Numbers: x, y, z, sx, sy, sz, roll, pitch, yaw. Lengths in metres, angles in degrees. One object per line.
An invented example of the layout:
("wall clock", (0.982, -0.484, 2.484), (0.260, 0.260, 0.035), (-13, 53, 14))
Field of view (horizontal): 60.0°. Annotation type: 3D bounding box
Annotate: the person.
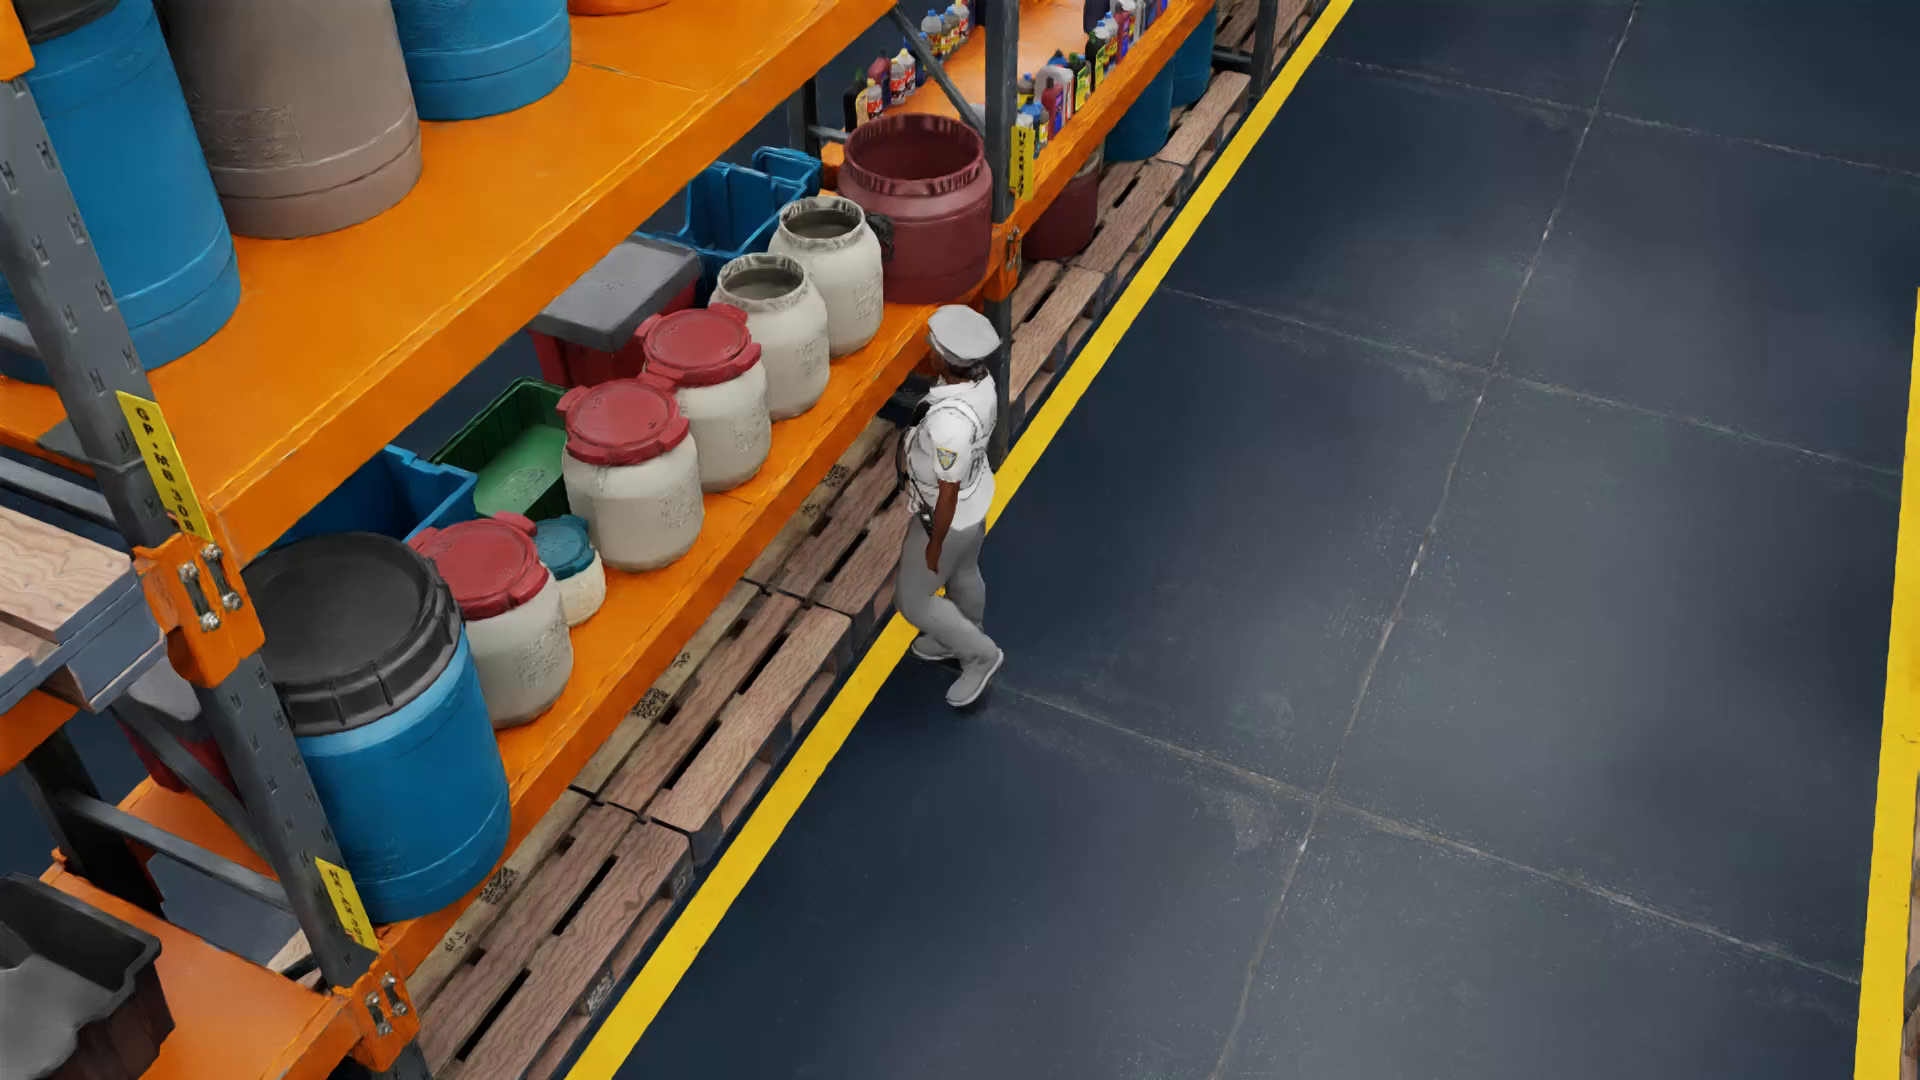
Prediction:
("person", (-0.007, -0.104, 6.244), (0.419, 1.677, 0.507), (10, 43, 11))
